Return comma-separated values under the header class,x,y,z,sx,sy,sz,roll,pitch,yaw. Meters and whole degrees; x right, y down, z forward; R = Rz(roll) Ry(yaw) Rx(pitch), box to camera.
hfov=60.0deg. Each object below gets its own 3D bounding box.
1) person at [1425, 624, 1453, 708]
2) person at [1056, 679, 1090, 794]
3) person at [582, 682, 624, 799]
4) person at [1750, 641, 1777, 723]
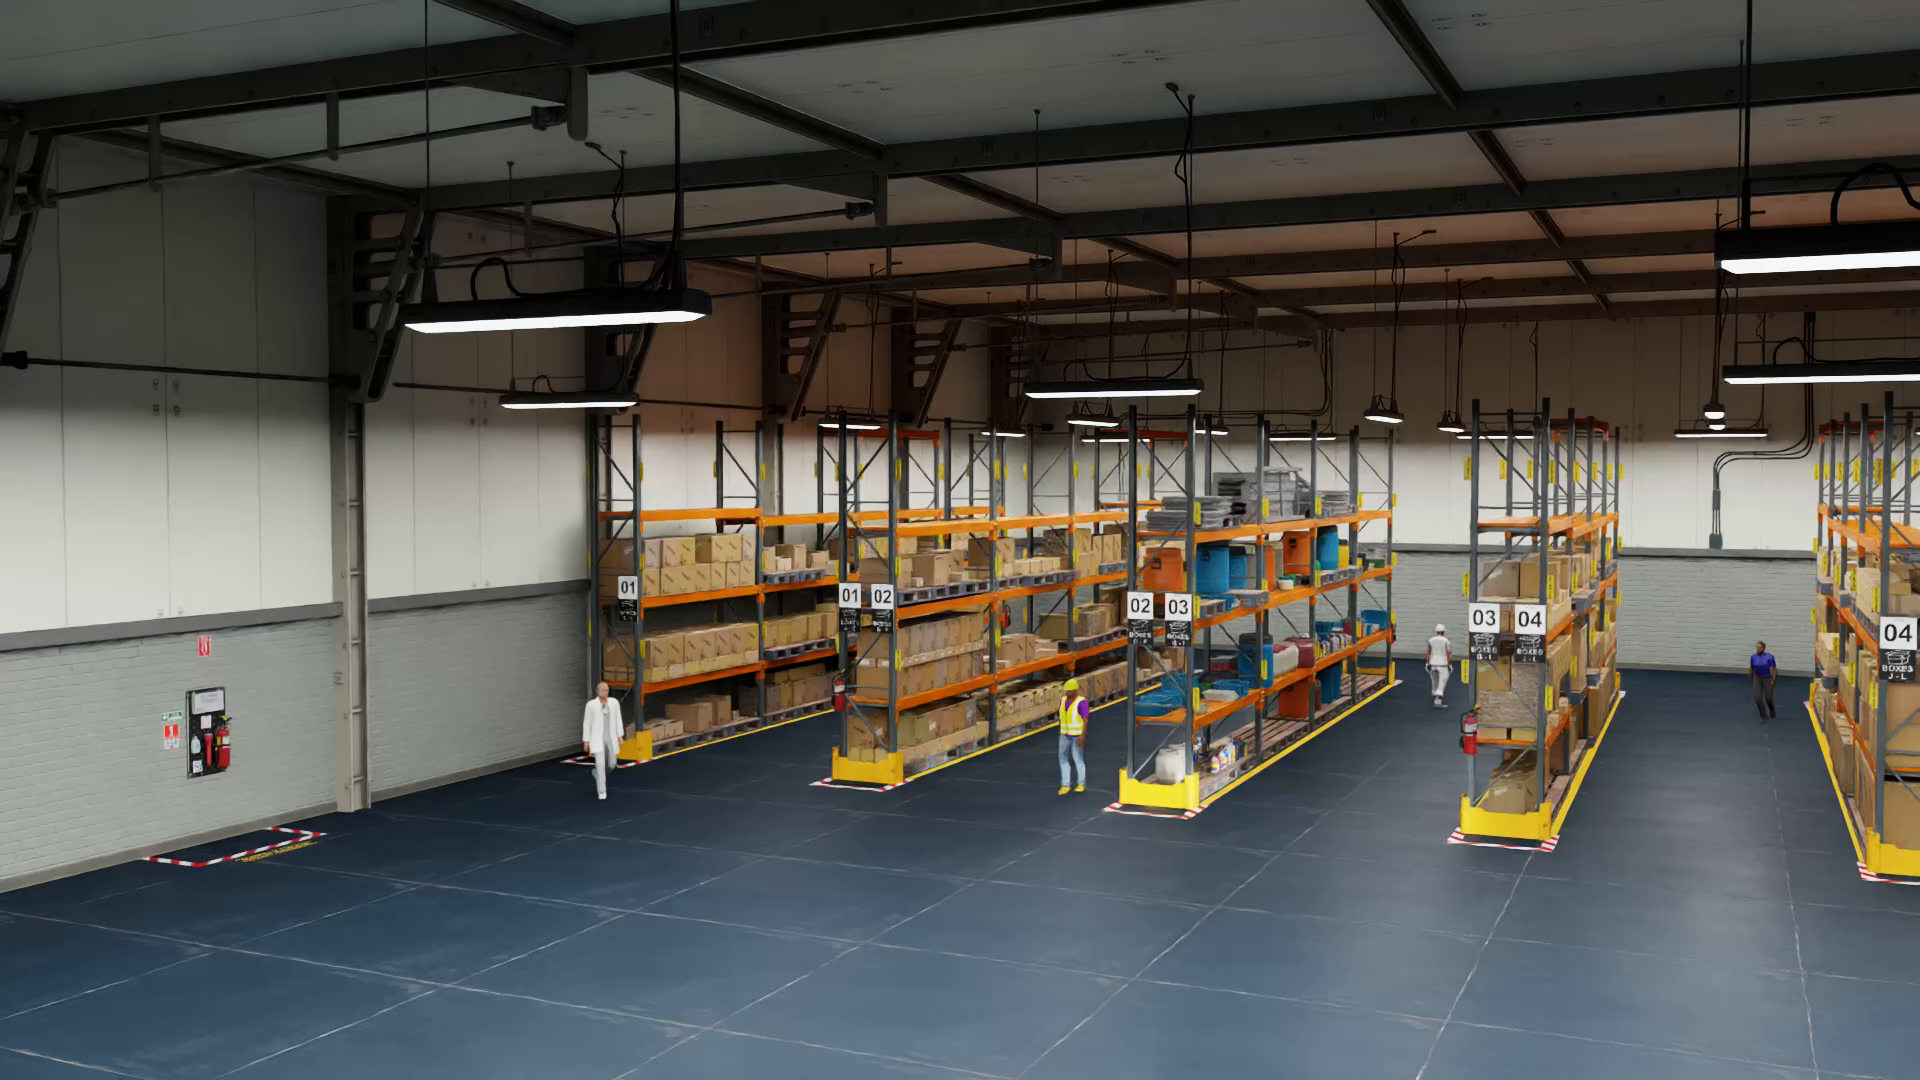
class,x,y,z,sx,sy,sz,roll,pitch,yaw
person,10.185,2.671,35.291,0.562,1.788,0.776,2,3,40
person,1.759,3.071,25.896,0.623,1.831,0.507,2,3,41
person,-5.510,3.060,25.647,0.644,1.749,0.965,-1,3,-32
person,16.106,2.827,33.296,0.504,1.628,0.620,2,3,39
